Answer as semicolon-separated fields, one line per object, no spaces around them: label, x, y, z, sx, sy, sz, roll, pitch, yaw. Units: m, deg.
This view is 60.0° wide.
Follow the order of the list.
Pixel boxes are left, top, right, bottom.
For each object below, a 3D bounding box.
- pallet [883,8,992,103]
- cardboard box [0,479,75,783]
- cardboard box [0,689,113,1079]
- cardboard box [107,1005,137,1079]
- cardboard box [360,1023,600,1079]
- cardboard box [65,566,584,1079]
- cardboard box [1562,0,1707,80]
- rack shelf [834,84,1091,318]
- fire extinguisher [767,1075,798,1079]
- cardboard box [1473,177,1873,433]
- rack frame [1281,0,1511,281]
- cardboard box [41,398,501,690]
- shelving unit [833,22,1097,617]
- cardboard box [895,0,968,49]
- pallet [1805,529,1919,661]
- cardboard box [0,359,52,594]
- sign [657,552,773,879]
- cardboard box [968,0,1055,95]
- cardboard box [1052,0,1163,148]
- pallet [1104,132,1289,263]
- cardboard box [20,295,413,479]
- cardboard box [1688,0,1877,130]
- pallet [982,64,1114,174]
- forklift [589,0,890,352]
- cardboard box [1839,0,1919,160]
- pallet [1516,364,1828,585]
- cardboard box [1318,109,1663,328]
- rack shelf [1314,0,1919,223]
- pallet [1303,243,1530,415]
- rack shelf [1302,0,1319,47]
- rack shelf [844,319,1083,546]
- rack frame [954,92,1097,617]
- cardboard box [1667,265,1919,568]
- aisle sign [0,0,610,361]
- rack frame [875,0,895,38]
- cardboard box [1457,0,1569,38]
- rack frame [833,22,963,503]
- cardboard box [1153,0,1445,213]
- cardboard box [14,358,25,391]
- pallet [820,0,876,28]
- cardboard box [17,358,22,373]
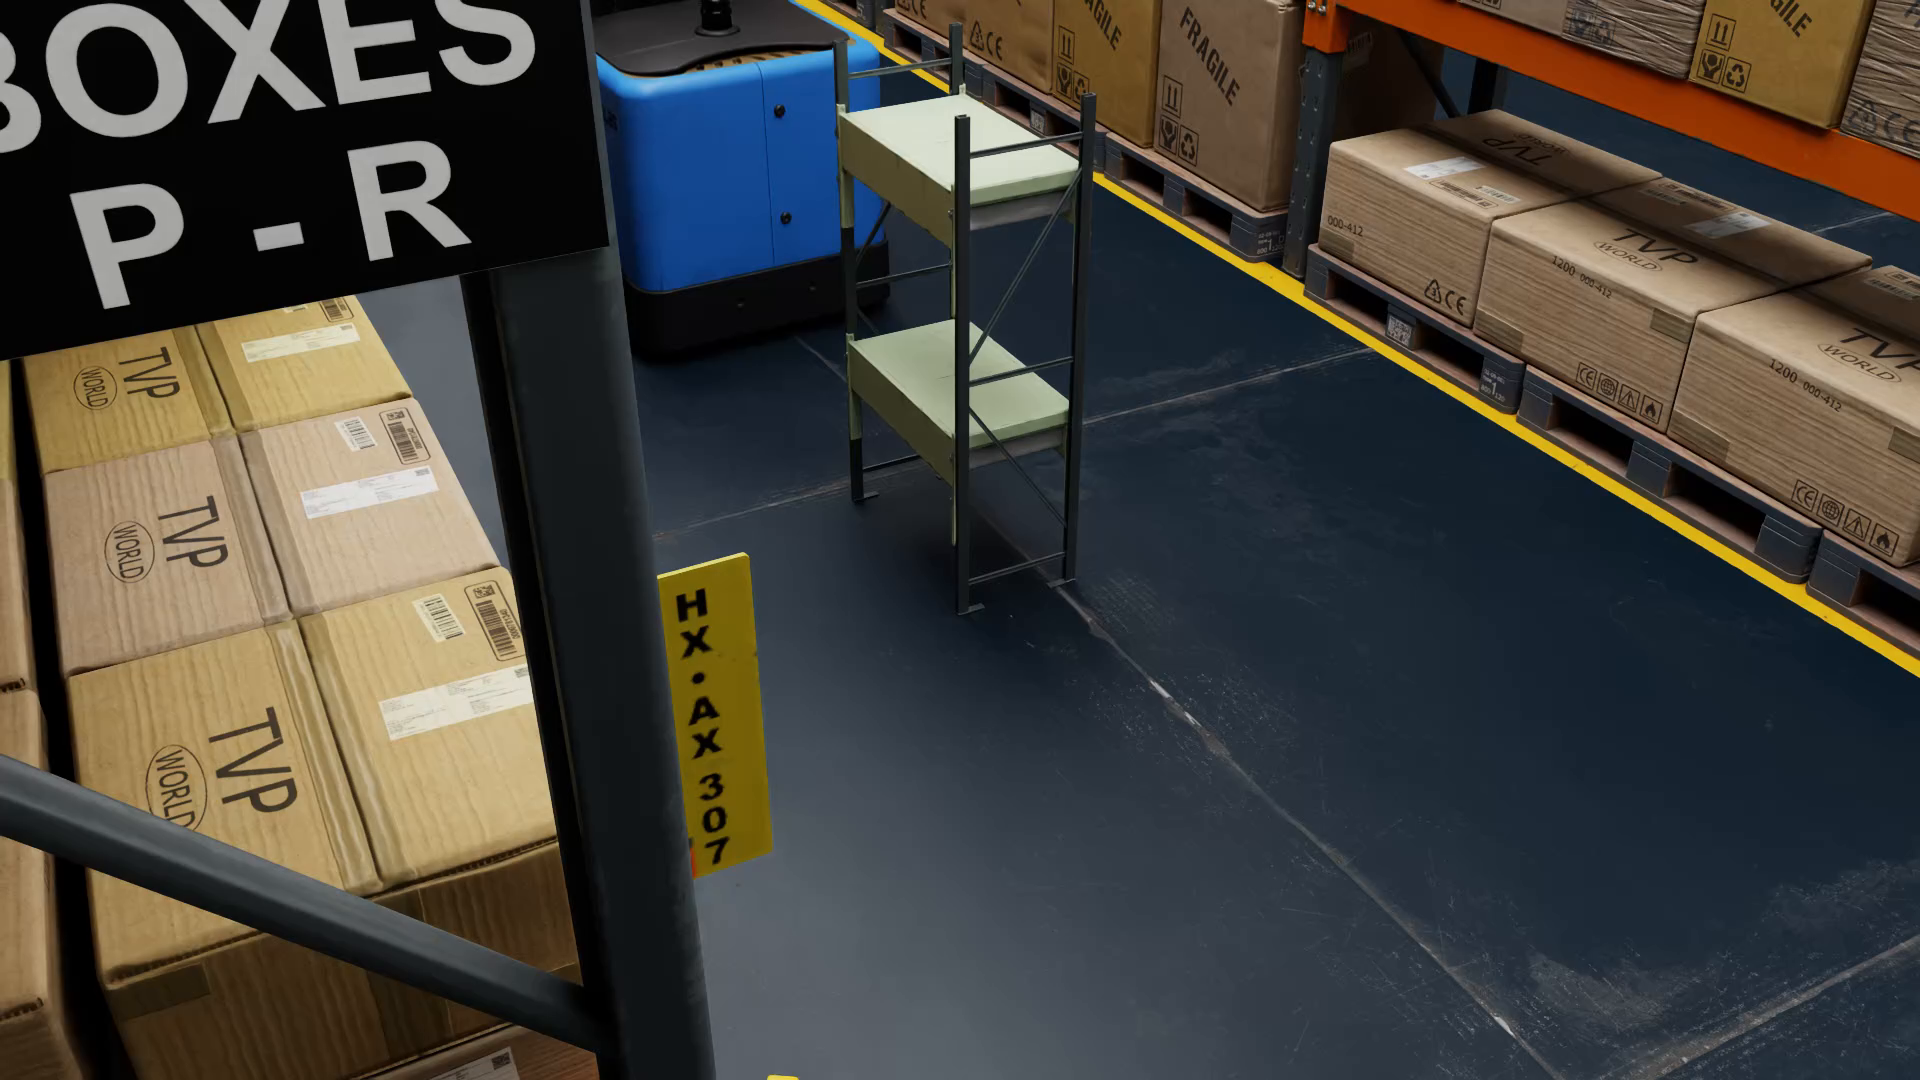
pallet;0.264;-2.838;9.484;1.003;0.211;1.213;-16;36;-23
cardboard box;-1.385;0.200;2.021;0.500;0.250;0.500;-16;36;-23
cardboard box;-1.145;0.446;1.637;0.500;0.250;0.500;-15;36;-22
cardboard box;-1.152;0.539;1.860;0.380;0.149;0.250;-15;35;-22
cardboard box;-0.607;0.541;1.858;0.380;0.149;0.250;-16;36;-23
cardboard box;-0.669;0.314;1.842;0.500;0.250;0.500;-16;36;-23
cardboard box;2.273;-1.771;5.140;0.500;0.500;0.500;-16;36;-23
rack shelf;-0.003;-0.963;4.640;0.431;0.370;0.720;-16;36;-23
fire extinguisher;-0.219;0.804;1.631;0.296;0.674;0.183;-16;36;-23
cardboard box;2.444;-0.843;5.770;0.875;0.438;0.875;-17;36;-24
rack frame;1.828;-2.498;6.369;1.000;3.000;0.127;-16;36;-23
cardboard box;-0.905;0.074;2.217;0.500;0.250;0.500;-15;36;-23
shelving unit;-0.003;-0.635;4.850;0.431;1.500;0.755;-16;36;-23
cardboard box;0.212;-3.339;9.261;0.875;0.875;0.875;-16;36;-24
pallet;3.251;0.223;4.707;1.003;0.211;1.213;-16;36;-23
cardboard box;-1.611;-0.038;2.392;0.500;0.250;0.500;-15;35;-22
sign;-0.216;0.160;1.418;0.100;0.325;0.005;-16;36;-23
cardboard box;0.624;-2.912;8.595;0.875;0.875;0.875;-15;36;-23
cardboard box;1.040;-2.485;7.929;0.875;0.875;0.875;-15;36;-22
pallet;1.402;-1.674;7.666;1.003;0.211;1.213;-16;36;-23
cardboard box;-1.144;-0.167;2.594;0.500;0.250;0.500;-17;36;-24
cardboard box;2.513;-1.525;4.757;0.500;0.500;0.500;-15;35;-22
pallet;0.829;-2.256;8.576;1.003;0.211;1.213;-16;36;-23
forklift;-1.455;-2.702;6.751;1.130;2.935;3.031;-17;37;-25
cardboard box;2.765;-1.281;4.377;0.500;0.500;0.500;-15;36;-22
pallet;2.686;-0.359;5.614;1.003;0.211;1.213;-16;36;-23
cardboard box;2.026;-1.270;6.437;0.875;0.438;0.875;-16;36;-24
rack shelf;2.761;-1.241;5.073;1.077;0.370;4.000;-16;36;-23
pallet;2.114;-0.942;6.524;1.003;0.211;1.213;-16;36;-23
rack shelf;0.896;-3.150;8.053;1.077;0.370;4.000;-16;36;-23
rack shelf;-0.003;-0.360;5.026;0.431;0.370;0.720;-16;36;-23
rack frame;0.168;-0.460;4.578;0.400;1.500;0.023;-16;36;-23
cardboard box;2.863;-0.412;5.098;0.875;0.438;0.875;-15;36;-22
aisle sign;-0.405;-0.475;0.801;0.394;0.787;0.004;-16;36;-23
rack frame;-0.037;-4.407;9.349;1.000;3.000;0.127;-16;36;-23
cardboard box;2.046;-2.009;5.513;0.500;0.500;0.500;-16;36;-23
rack frame;-0.174;-0.809;5.123;0.400;1.500;0.023;-16;36;-23
cardboard box;1.468;-2.056;7.259;0.875;0.875;0.875;-15;35;-22
cardboard box;-1.855;-0.288;2.782;0.500;0.250;0.500;-16;36;-23
pallet;-0.400;-3.606;10.684;1.003;0.211;1.213;-16;36;-23
cardboard box;-1.401;-0.406;2.966;0.500;0.250;0.500;-17;36;-24
